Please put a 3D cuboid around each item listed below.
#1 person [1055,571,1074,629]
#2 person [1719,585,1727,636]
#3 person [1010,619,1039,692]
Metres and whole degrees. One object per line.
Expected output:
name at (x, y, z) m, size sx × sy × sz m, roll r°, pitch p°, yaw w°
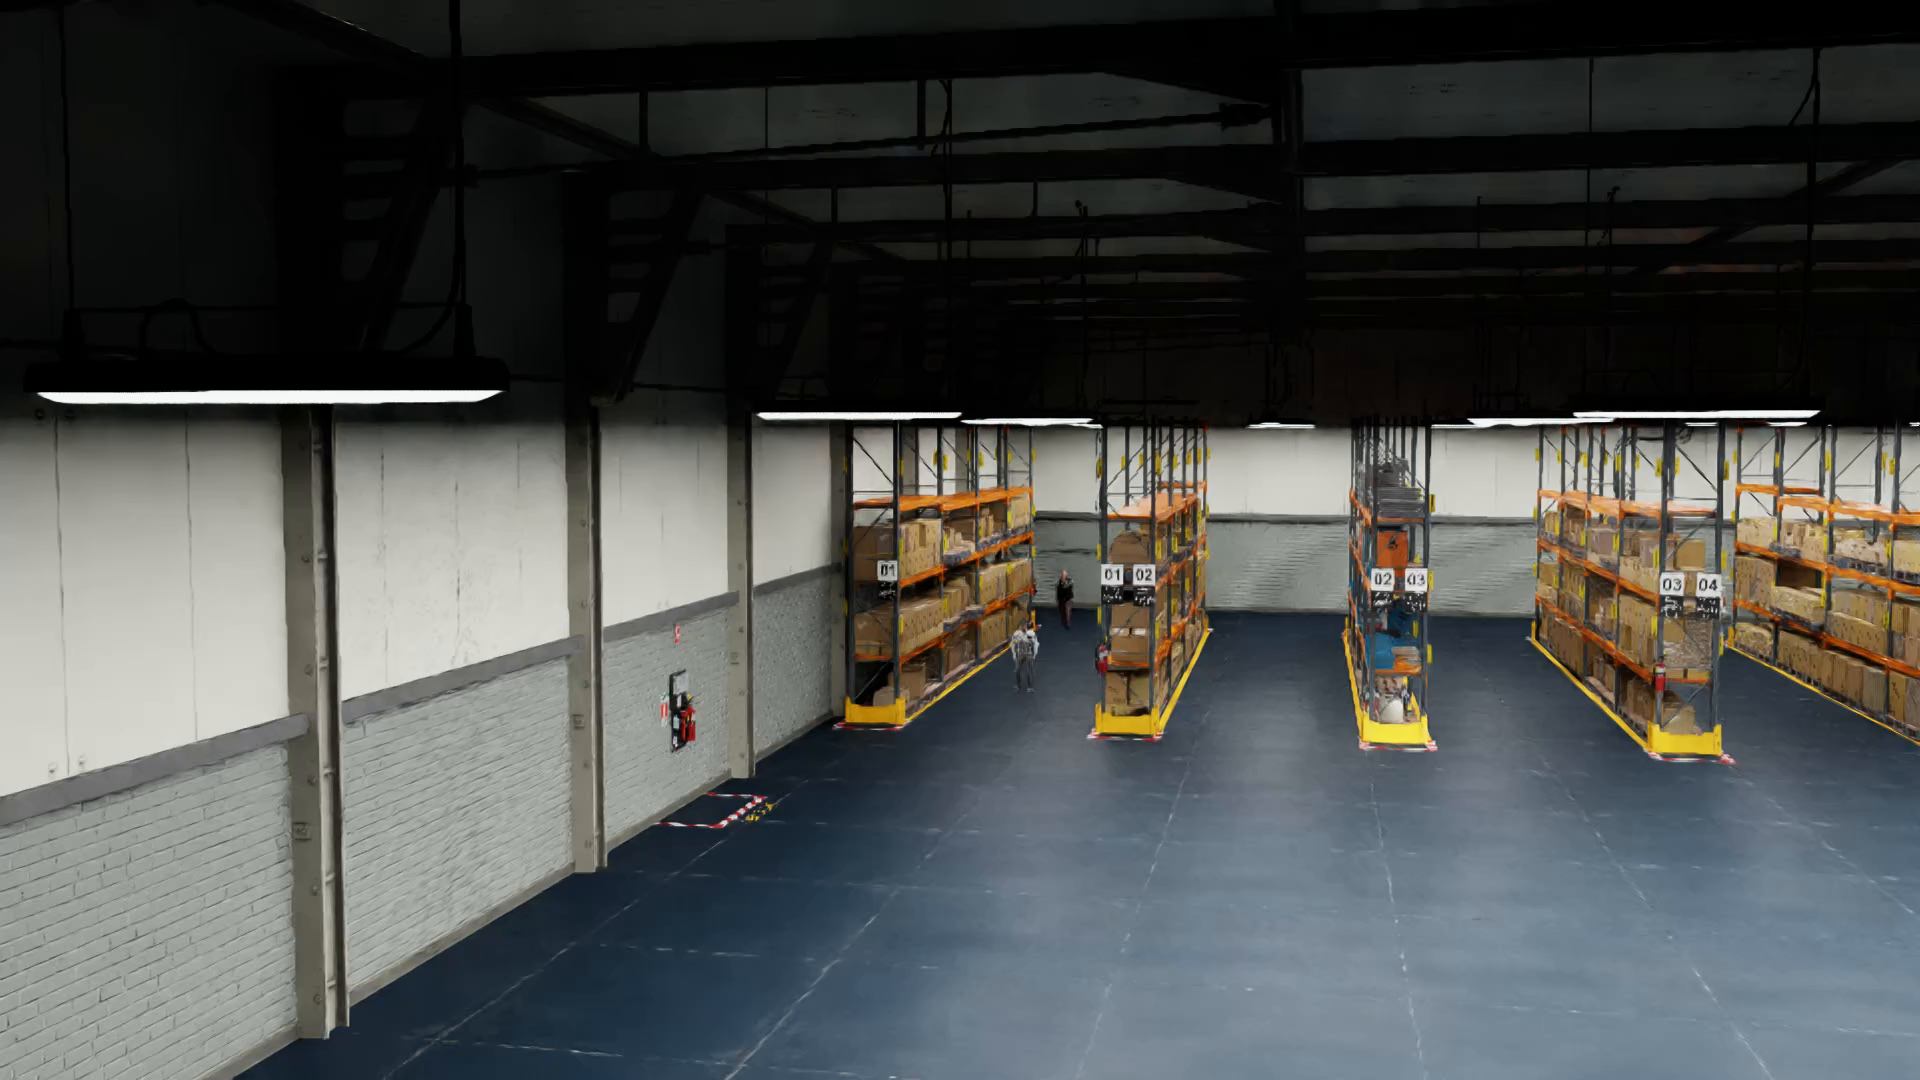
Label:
person at (3.005, 1.702, 47.918) m, size 0.542 × 1.649 × 1.109 m, roll 1°, pitch 4°, yaw 9°
person at (20.702, 1.818, 45.638) m, size 0.605 × 1.741 × 0.961 m, roll 3°, pitch 5°, yaw 35°
person at (1.407, 2.504, 36.208) m, size 0.639 × 1.632 × 0.505 m, roll 1°, pitch 4°, yaw 11°
